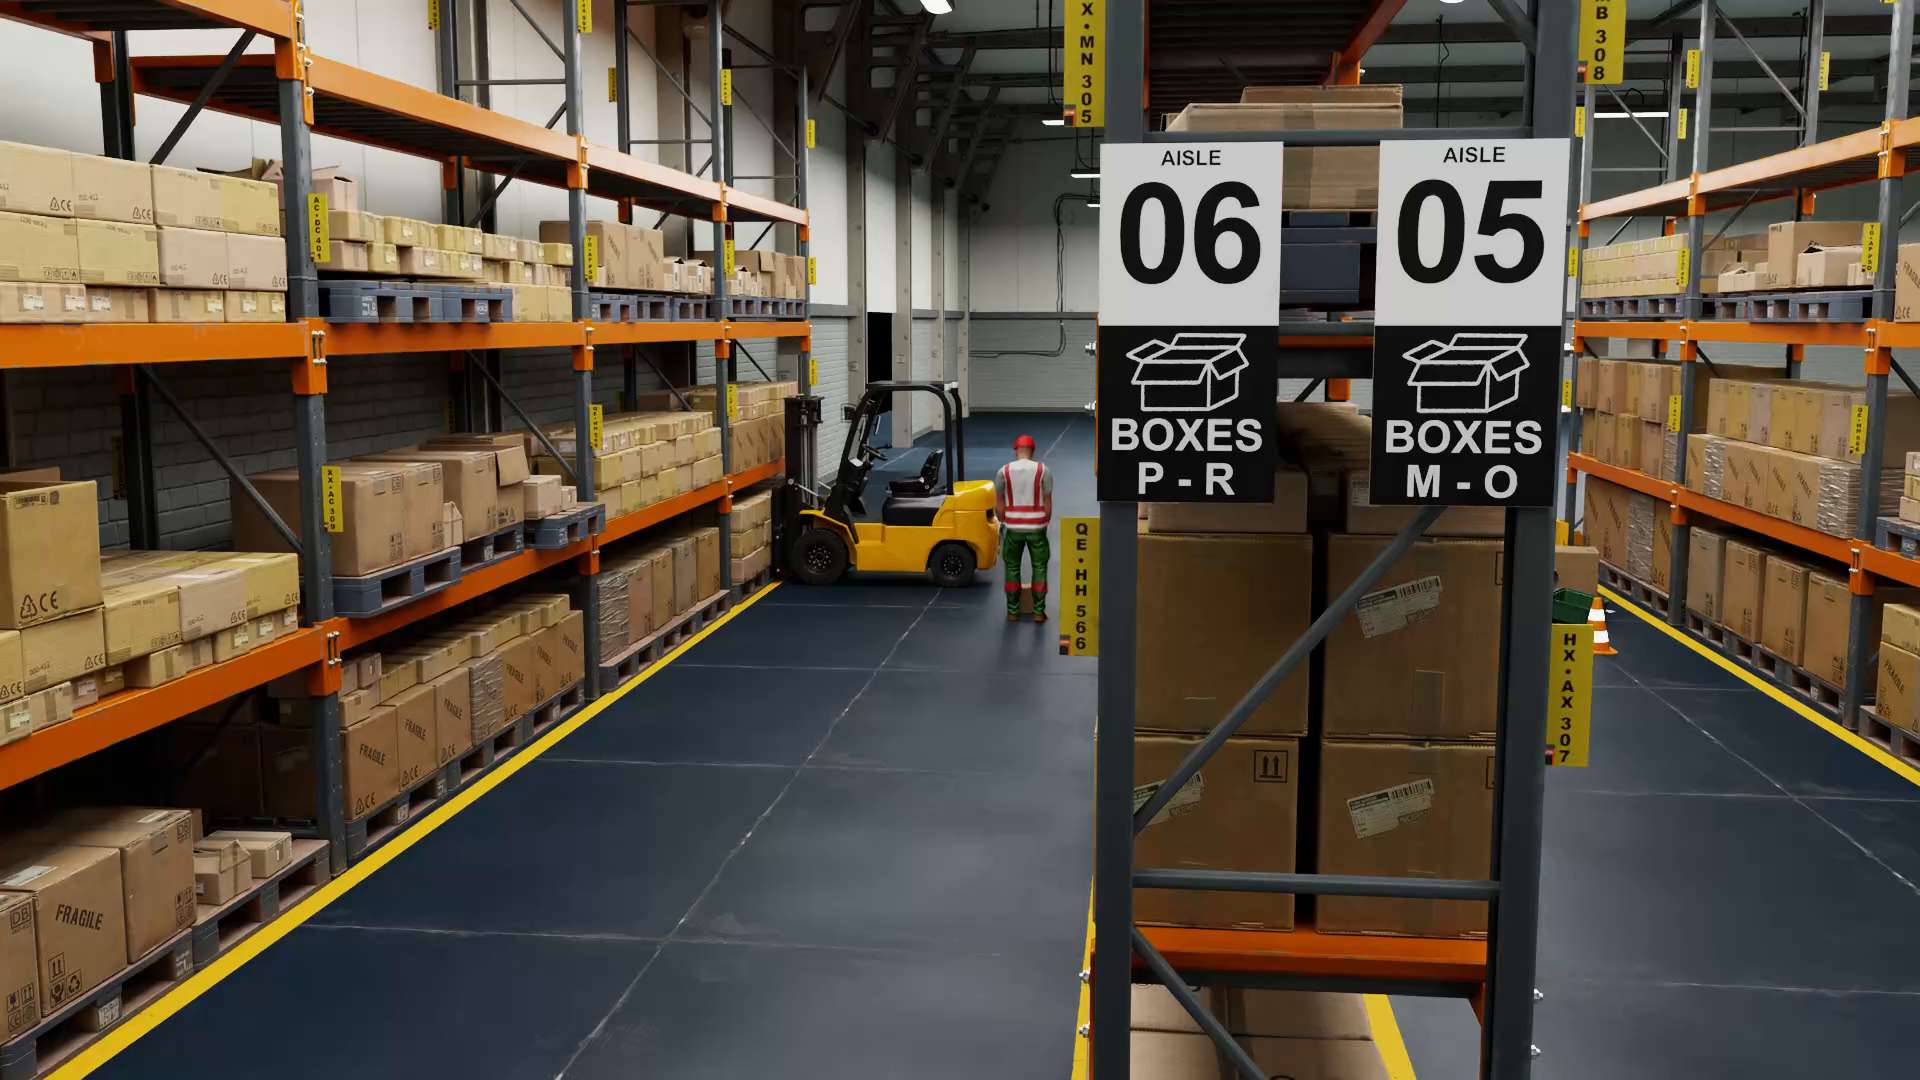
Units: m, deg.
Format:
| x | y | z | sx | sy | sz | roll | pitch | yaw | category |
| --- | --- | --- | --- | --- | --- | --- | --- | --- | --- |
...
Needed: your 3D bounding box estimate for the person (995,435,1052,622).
| x | y | z | sx | sy | sz | roll | pitch | yaw | category |
| --- | --- | --- | --- | --- | --- | --- | --- | --- | --- |
| 0.603 | -0.113 | 15.708 | 0.538 | 1.752 | 0.428 | 1 | 8 | 8 | person |
